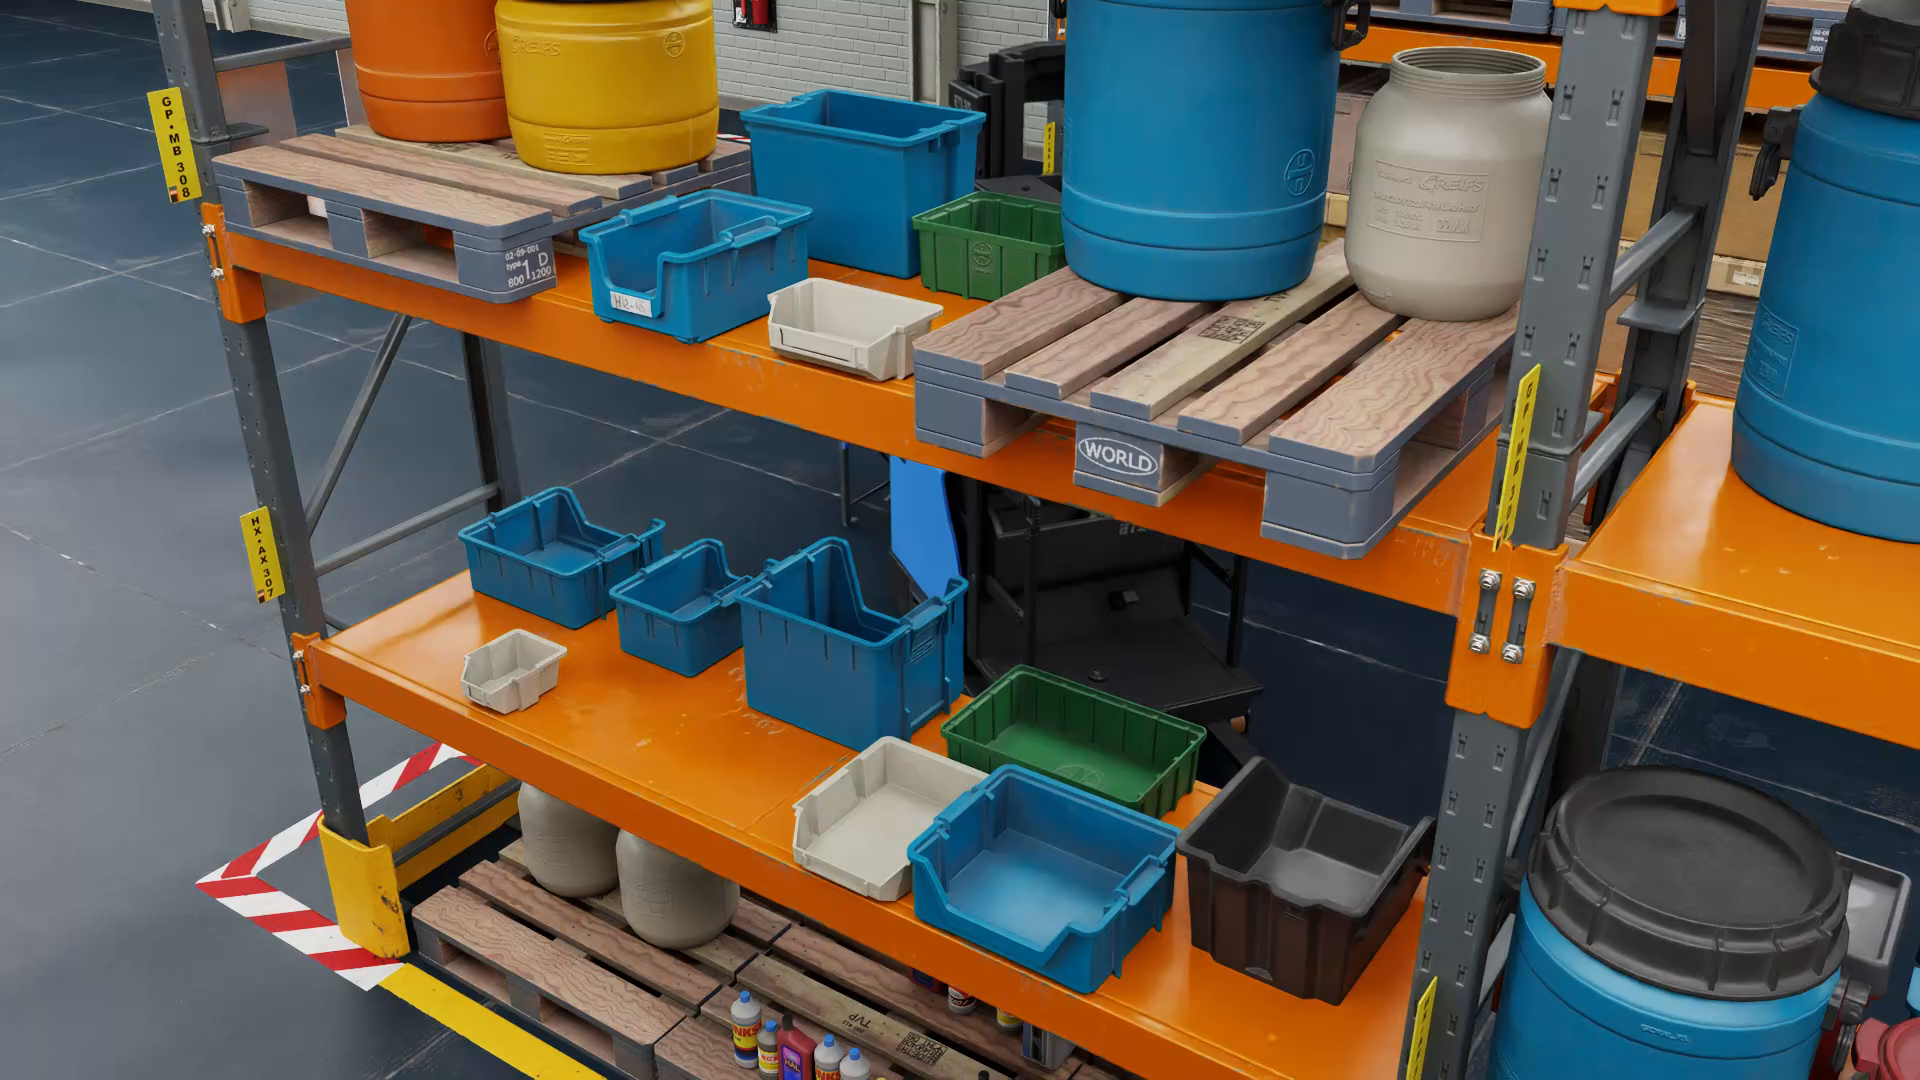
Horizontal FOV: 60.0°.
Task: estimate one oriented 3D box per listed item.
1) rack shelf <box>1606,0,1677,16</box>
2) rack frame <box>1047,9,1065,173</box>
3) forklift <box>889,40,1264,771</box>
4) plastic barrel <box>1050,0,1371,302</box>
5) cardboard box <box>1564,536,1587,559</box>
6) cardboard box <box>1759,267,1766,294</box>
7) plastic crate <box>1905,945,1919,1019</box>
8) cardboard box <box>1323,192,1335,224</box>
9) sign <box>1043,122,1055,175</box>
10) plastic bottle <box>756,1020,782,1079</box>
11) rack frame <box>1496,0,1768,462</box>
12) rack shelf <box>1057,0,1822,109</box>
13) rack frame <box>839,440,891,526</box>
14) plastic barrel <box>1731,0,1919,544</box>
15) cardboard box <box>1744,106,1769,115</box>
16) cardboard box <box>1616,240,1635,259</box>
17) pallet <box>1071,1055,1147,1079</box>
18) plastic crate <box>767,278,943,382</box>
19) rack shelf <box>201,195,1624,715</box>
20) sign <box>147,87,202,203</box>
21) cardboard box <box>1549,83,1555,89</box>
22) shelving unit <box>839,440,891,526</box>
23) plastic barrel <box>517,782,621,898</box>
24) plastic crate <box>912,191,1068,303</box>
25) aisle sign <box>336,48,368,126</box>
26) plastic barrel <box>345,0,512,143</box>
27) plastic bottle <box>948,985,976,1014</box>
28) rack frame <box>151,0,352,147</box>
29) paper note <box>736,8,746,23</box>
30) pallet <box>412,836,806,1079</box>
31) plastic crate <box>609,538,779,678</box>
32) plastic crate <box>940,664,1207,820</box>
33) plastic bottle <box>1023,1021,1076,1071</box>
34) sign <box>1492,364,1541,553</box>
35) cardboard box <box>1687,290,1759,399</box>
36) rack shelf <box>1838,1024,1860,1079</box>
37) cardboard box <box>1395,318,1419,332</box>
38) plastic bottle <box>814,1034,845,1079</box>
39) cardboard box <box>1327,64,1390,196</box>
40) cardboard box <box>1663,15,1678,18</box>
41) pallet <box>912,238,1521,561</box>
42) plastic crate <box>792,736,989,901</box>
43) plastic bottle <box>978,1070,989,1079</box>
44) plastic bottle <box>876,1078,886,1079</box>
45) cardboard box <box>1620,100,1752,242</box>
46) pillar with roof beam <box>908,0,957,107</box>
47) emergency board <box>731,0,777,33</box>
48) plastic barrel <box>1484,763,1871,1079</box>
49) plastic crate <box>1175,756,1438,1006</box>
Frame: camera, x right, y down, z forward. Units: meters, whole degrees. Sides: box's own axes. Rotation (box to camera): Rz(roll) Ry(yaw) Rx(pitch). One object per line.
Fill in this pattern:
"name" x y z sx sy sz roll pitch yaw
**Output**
"rack shelf" 2.940 -0.664 1.867 4.000 0.370 1.077 17 32 30
"rack frame" 0.802 -1.881 9.638 0.127 3.000 1.000 17 32 30
"forklift" 0.649 -0.460 6.923 1.130 2.935 3.031 -10 29 -19
"plastic barrel" 0.532 -1.046 3.674 0.708 0.901 0.600 17 32 30
"cardboard box" 3.186 0.015 8.481 0.500 0.250 0.500 17 32 30
"cardboard box" 3.754 -1.177 7.430 0.250 0.149 0.380 17 32 30
"plastic crate" 2.377 1.172 3.658 0.575 0.384 0.392 17 32 30
"cardboard box" 1.855 -1.768 8.592 0.250 0.149 0.380 16 31 29
"sign" 0.483 -2.096 9.019 0.005 0.325 0.100 17 32 30
"plastic bottle" -0.602 1.630 5.340 0.097 0.201 0.097 0 27 0
"rack frame" 1.292 -1.676 2.622 0.127 3.000 1.000 17 32 30
"rack shelf" 2.450 -2.383 8.112 4.000 0.370 1.077 17 32 30
"rack frame" -0.515 -0.844 9.255 0.032 1.500 0.500 17 32 30
"plastic barrel" 1.834 -0.513 3.092 0.708 0.901 0.600 17 32 30
"cardboard box" 5.512 -3.248 11.641 0.500 0.500 0.500 16 31 29
"cardboard box" 3.117 -1.374 7.818 0.250 0.149 0.380 17 32 30
"pallet" 0.762 2.052 4.985 1.213 0.211 1.003 17 32 30
"plastic crate" -0.260 -0.483 3.875 0.396 0.136 0.243 17 32 30
"rack shelf" -0.357 -0.532 4.475 4.000 0.370 1.077 17 32 30
"sign" -2.321 -1.166 4.917 0.005 0.325 0.100 17 32 30
"cardboard box" 4.651 -3.509 12.155 0.500 0.500 0.500 16 31 29
"shelving unit" -0.094 -0.715 9.001 1.048 1.500 0.538 17 32 30
"plastic barrel" -1.420 1.032 6.194 0.421 0.512 0.421 0 27 0
"plastic crate" 0.145 -0.752 4.347 0.450 0.188 0.336 17 32 30
"aisle sign" -1.897 -1.318 5.666 0.004 0.787 0.394 17 32 30
"plastic barrel" -1.533 -1.668 4.976 0.708 0.830 0.600 17 32 30
"plastic bottle" 0.008 1.491 5.613 0.097 0.201 0.097 0 27 0
"rack frame" -2.006 -2.703 4.641 0.127 3.000 1.000 17 32 30
"paper note" -2.398 -5.745 18.204 0.142 0.148 0.016 17 32 30
"pallet" -1.250 1.426 6.216 1.213 0.211 1.003 17 32 30
"plastic crate" -0.892 0.222 5.670 0.408 0.251 0.499 17 32 30
"plastic crate" 0.332 0.638 4.923 0.662 0.188 0.450 17 32 30
"plastic bottle" 0.292 1.557 5.401 0.135 0.276 0.152 17 32 30
"sign" 0.971 -0.141 2.902 0.005 0.325 0.100 17 32 30
"cardboard box" 3.730 -1.010 7.816 0.500 0.500 0.700 16 31 29
"rack shelf" 2.940 1.832 3.137 4.000 0.370 1.077 17 32 30
"cardboard box" 2.457 -1.404 8.591 0.500 0.500 0.700 18 32 32
"plastic bottle" -0.405 1.660 5.203 0.097 0.271 0.097 0 27 0
"cardboard box" 2.076 -2.103 8.534 0.500 0.500 0.700 17 32 31
"cardboard box" 5.365 -3.575 12.284 0.500 0.500 0.500 18 32 31
"pallet" 0.641 -0.404 3.638 1.003 0.211 1.213 17 32 30
"plastic crate" -0.190 0.793 4.676 0.437 0.136 0.530 17 32 30
"plastic bottle" 0.101 1.739 5.036 0.133 0.283 0.061 17 32 30
"plastic bottle" -0.241 1.743 5.119 0.097 0.201 0.097 0 27 0
"cardboard box" 3.312 -1.717 7.776 0.500 0.500 0.700 17 32 30
"pillar with roof beam" -2.713 -6.482 12.066 0.400 9.000 9.100 17 32 30
"emergency board" -2.291 -6.067 17.864 0.643 1.169 0.194 17 32 30
"plastic barrel" 1.438 0.987 3.452 0.708 0.901 0.600 17 32 30
"plastic crate" 0.932 0.843 4.355 0.504 0.338 0.767 17 32 30
